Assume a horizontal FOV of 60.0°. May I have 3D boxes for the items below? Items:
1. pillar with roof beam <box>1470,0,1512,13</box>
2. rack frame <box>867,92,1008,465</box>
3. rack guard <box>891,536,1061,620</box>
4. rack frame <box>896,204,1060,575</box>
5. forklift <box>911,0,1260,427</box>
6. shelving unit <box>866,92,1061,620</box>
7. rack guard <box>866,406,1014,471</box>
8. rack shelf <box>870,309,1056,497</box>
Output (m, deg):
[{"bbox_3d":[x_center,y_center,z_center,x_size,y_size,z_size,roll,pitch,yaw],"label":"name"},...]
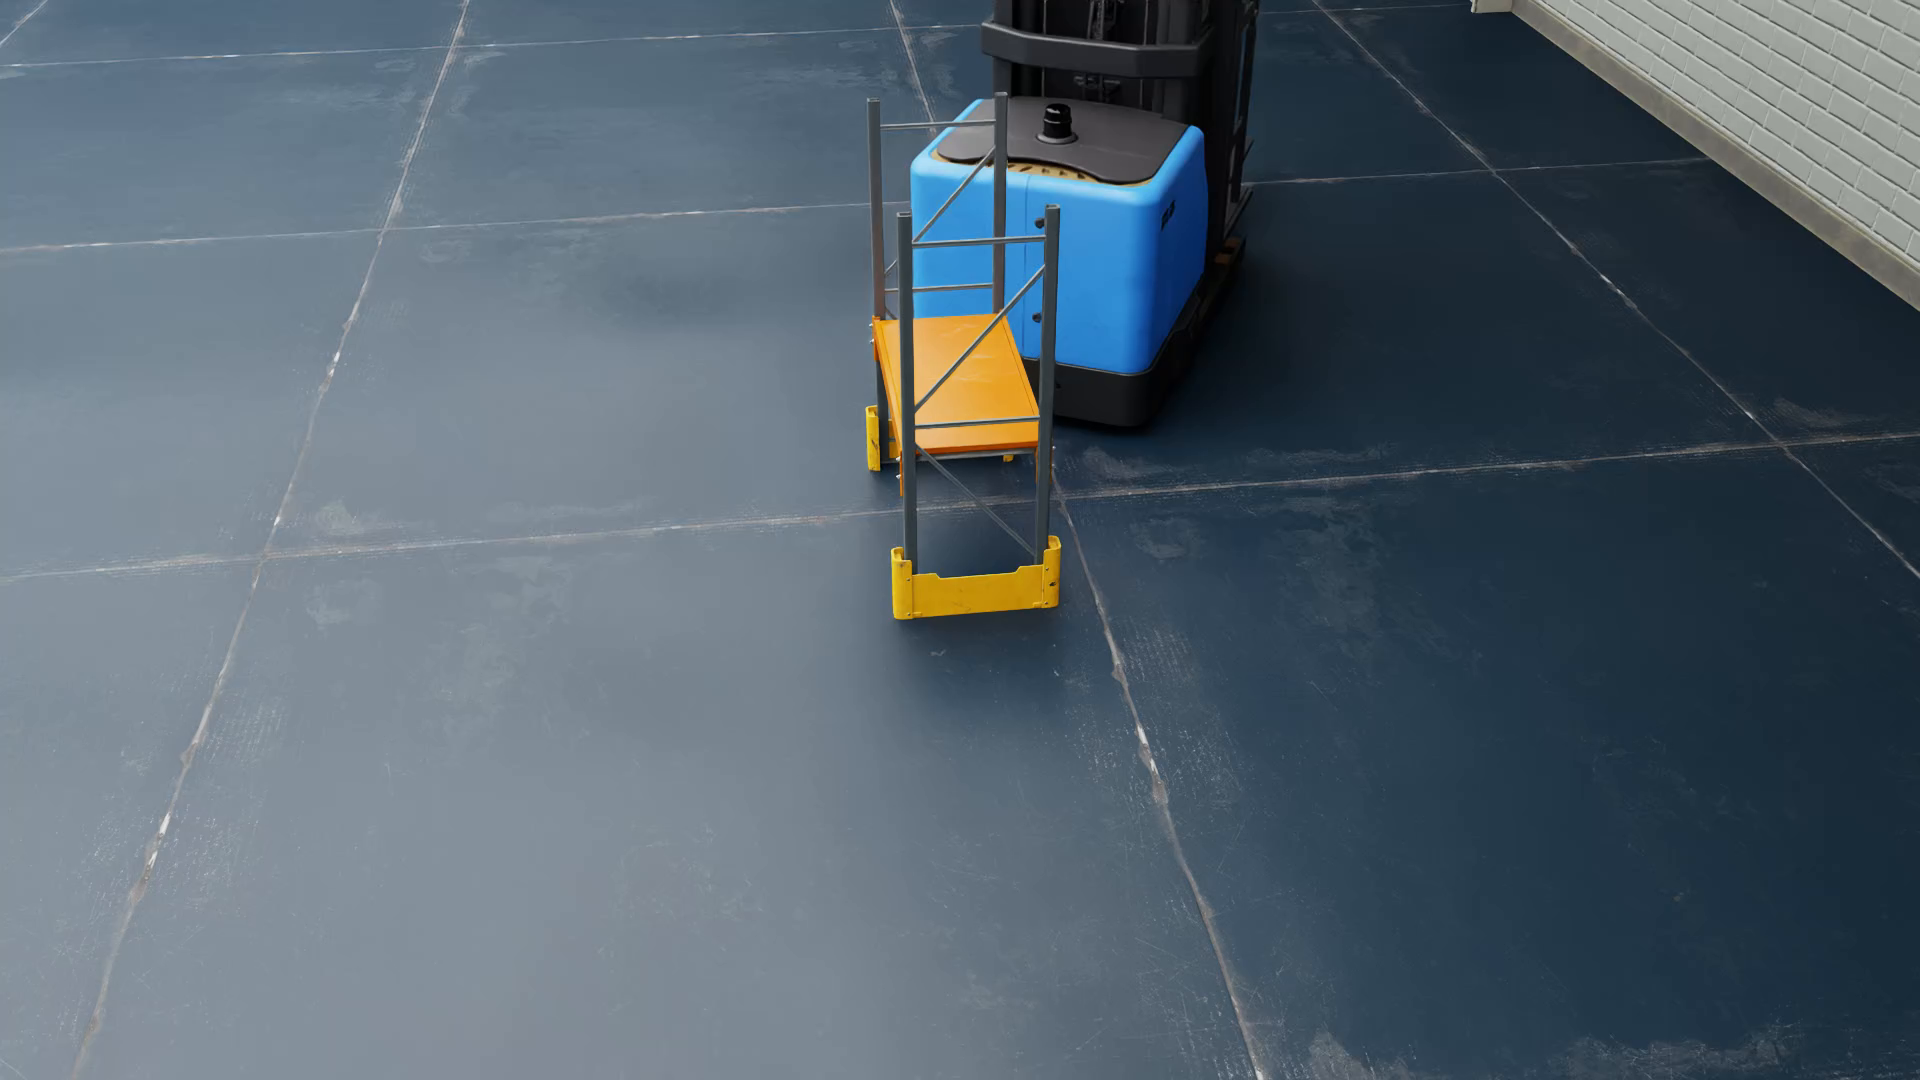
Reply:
[{"bbox_3d":[-0.530,-7.219,8.852,9.100,9.000,0.400,-4,35,-6],"label":"pillar with roof beam"},{"bbox_3d":[-0.080,-0.951,6.314,0.500,1.500,0.032,-4,35,-6],"label":"rack frame"},{"bbox_3d":[0.057,0.132,5.834,0.587,0.250,0.087,-4,35,-6],"label":"rack guard"},{"bbox_3d":[0.057,-0.384,5.481,0.500,1.500,0.032,-4,35,-6],"label":"rack frame"},{"bbox_3d":[0.768,-2.500,7.316,1.130,2.935,3.031,12,36,16],"label":"forklift"},{"bbox_3d":[-0.010,-0.662,5.890,0.587,1.500,1.083,-4,35,-6],"label":"shelving unit"},{"bbox_3d":[-0.077,-0.424,6.650,0.587,0.250,0.087,-4,35,-6],"label":"rack guard"},{"bbox_3d":[-0.011,-0.519,5.999,0.538,0.185,1.000,-4,35,-6],"label":"rack shelf"}]
